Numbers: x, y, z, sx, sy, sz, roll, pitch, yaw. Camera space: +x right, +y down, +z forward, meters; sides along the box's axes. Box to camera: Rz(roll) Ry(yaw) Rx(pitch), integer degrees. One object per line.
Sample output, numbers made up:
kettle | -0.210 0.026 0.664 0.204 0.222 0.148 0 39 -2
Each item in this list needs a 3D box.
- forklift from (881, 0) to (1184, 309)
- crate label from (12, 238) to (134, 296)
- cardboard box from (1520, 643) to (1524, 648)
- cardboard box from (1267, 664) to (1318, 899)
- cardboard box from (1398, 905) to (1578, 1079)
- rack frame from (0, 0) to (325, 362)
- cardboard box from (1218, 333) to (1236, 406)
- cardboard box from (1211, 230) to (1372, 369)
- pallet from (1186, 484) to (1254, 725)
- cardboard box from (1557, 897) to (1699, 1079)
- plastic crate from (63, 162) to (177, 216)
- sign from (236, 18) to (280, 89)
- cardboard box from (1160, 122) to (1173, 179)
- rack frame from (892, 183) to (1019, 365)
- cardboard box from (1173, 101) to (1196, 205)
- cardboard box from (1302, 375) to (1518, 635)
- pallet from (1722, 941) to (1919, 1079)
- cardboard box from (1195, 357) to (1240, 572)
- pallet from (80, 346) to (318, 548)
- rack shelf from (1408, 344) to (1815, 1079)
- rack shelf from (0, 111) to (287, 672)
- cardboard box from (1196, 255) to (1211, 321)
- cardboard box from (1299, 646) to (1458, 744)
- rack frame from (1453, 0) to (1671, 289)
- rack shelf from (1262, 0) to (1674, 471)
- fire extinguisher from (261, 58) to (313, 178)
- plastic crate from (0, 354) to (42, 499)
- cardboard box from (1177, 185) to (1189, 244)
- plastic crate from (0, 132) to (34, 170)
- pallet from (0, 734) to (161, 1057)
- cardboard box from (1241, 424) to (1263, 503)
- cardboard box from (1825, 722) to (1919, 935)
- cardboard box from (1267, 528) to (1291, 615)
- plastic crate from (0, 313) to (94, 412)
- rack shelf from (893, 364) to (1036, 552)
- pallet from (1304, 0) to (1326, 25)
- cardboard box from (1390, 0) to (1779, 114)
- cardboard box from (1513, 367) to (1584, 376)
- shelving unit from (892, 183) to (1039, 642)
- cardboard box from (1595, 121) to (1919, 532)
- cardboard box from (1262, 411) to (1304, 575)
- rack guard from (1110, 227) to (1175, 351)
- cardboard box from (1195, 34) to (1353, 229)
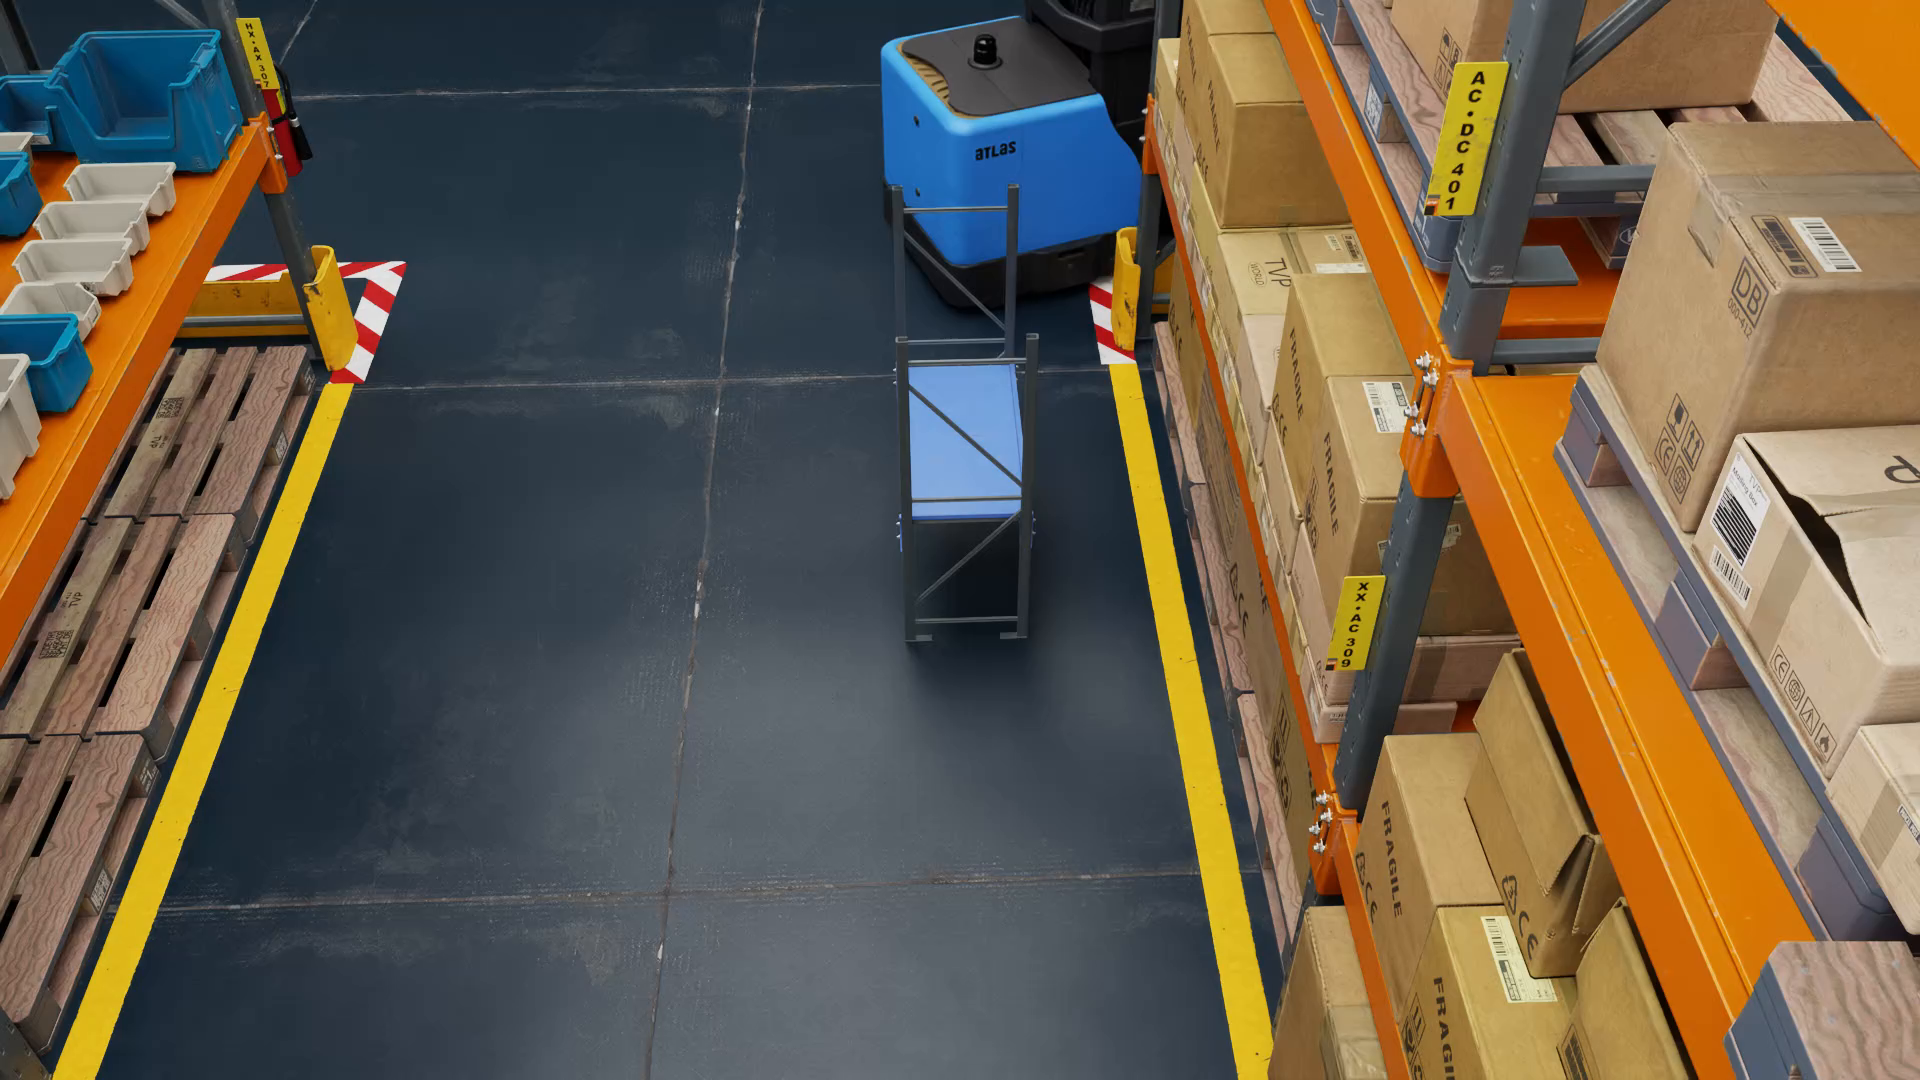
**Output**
forklift | 1.149 -2.913 8.259 3.031 2.935 1.130 -16 45 -17
crate label | -3.341 -1.015 6.288 0.396 0.136 0.243 -2 43 -2
cardboard box | 1.770 0.161 4.746 0.500 0.250 0.500 -2 43 -3
cardboard box | 1.580 0.720 5.506 0.875 0.875 0.875 -2 43 -2
cardboard box | 1.320 1.160 3.691 0.500 0.500 0.500 -2 43 -2
rack frame | -3.590 -2.019 7.232 1.000 3.000 0.127 -2 43 -2
cardboard box | 1.123 -0.604 5.874 0.380 0.149 0.250 -1 43 -1
cardboard box | 1.183 -0.841 5.839 0.500 0.250 0.500 -2 43 -3
pallet | 1.519 0.226 6.847 1.003 0.211 1.213 -2 43 -2
cardboard box | 1.581 1.028 3.093 0.797 0.503 0.637 -1 43 -1
plastic crate | -3.375 -1.398 6.706 0.396 0.136 0.243 -2 43 -2
sign | -3.041 -2.105 7.206 0.100 0.325 0.005 -2 43 -2
cardboard box | 1.056 -1.646 7.012 0.380 0.149 0.250 -2 43 -2
rack frame | -0.018 -0.838 7.055 0.500 1.500 0.032 -2 43 -2
cardboard box | 1.137 -1.533 6.593 0.500 0.250 0.500 -2 43 -2
cardboard box | 1.241 -0.094 4.468 0.500 0.500 0.500 -1 43 -1
pallet | 1.567 1.016 1.842 1.003 0.211 1.213 0 43 0
cardboard box | 1.504 -0.488 6.824 0.875 0.875 0.875 -2 43 -2
pallet | -3.594 -0.433 7.566 1.003 0.211 1.213 -2 43 -2
rack shelf | 1.613 1.049 2.198 1.077 0.370 4.000 -2 43 -2
rack shelf | -3.505 -0.403 6.002 1.077 0.370 4.000 -2 43 -2
cardboard box | 1.101 -0.951 6.254 0.380 0.149 0.250 -2 43 -2
cardboard box | 1.188 0.436 4.740 0.380 0.149 0.250 -1 43 -2
rack frame | 1.528 -1.672 2.414 1.000 3.000 0.127 -2 43 -2
rack shelf | 1.443 -1.651 5.144 1.077 0.370 4.000 -2 43 -2
fire extinguisher | -3.143 -1.967 7.510 0.296 0.674 0.183 -2 43 -2
plastic crate | -3.301 -0.333 5.436 0.437 0.282 0.530 -2 43 -2
cardboard box | 1.079 -1.297 6.631 0.380 0.149 0.250 -2 43 -2
plastic crate | -3.978 -1.548 6.870 0.250 0.136 0.298 -2 43 -2
pallet | -3.491 1.214 5.769 1.003 0.211 1.213 -2 43 -2
cardboard box | 1.144 -0.259 5.498 0.380 0.149 0.250 -1 43 -1
cardboard box | 1.441 0.381 2.269 0.380 0.149 0.250 -3 43 -4
cardboard box | 1.166 0.089 5.119 0.380 0.149 0.250 -2 43 -3
plastic crate | -3.247 -0.600 5.764 0.416 0.233 0.300 -2 43 -2
rack shelf | 0.004 -0.363 6.802 0.538 0.185 1.000 -2 43 -2
pallet | 1.455 -1.908 4.957 1.003 0.211 1.213 -2 43 -2
cardboard box | 1.435 -1.321 3.793 0.700 0.500 0.500 -4 43 -4
cardboard box | 1.763 -0.122 4.499 0.500 0.500 0.500 -2 43 -2
shelving unit | 0.004 -0.495 6.680 0.538 1.500 1.048 -2 43 -2
cardboard box | 1.563 -0.366 2.825 0.700 0.500 0.500 -1 43 -1
cardboard box | 1.223 -0.155 5.090 0.500 0.250 0.500 0 43 -1
rack guard | 1.357 -1.255 8.250 1.175 0.500 0.348 -2 43 -2
cardboard box | 1.158 -1.473 5.973 0.500 0.500 0.500 -3 43 -3
